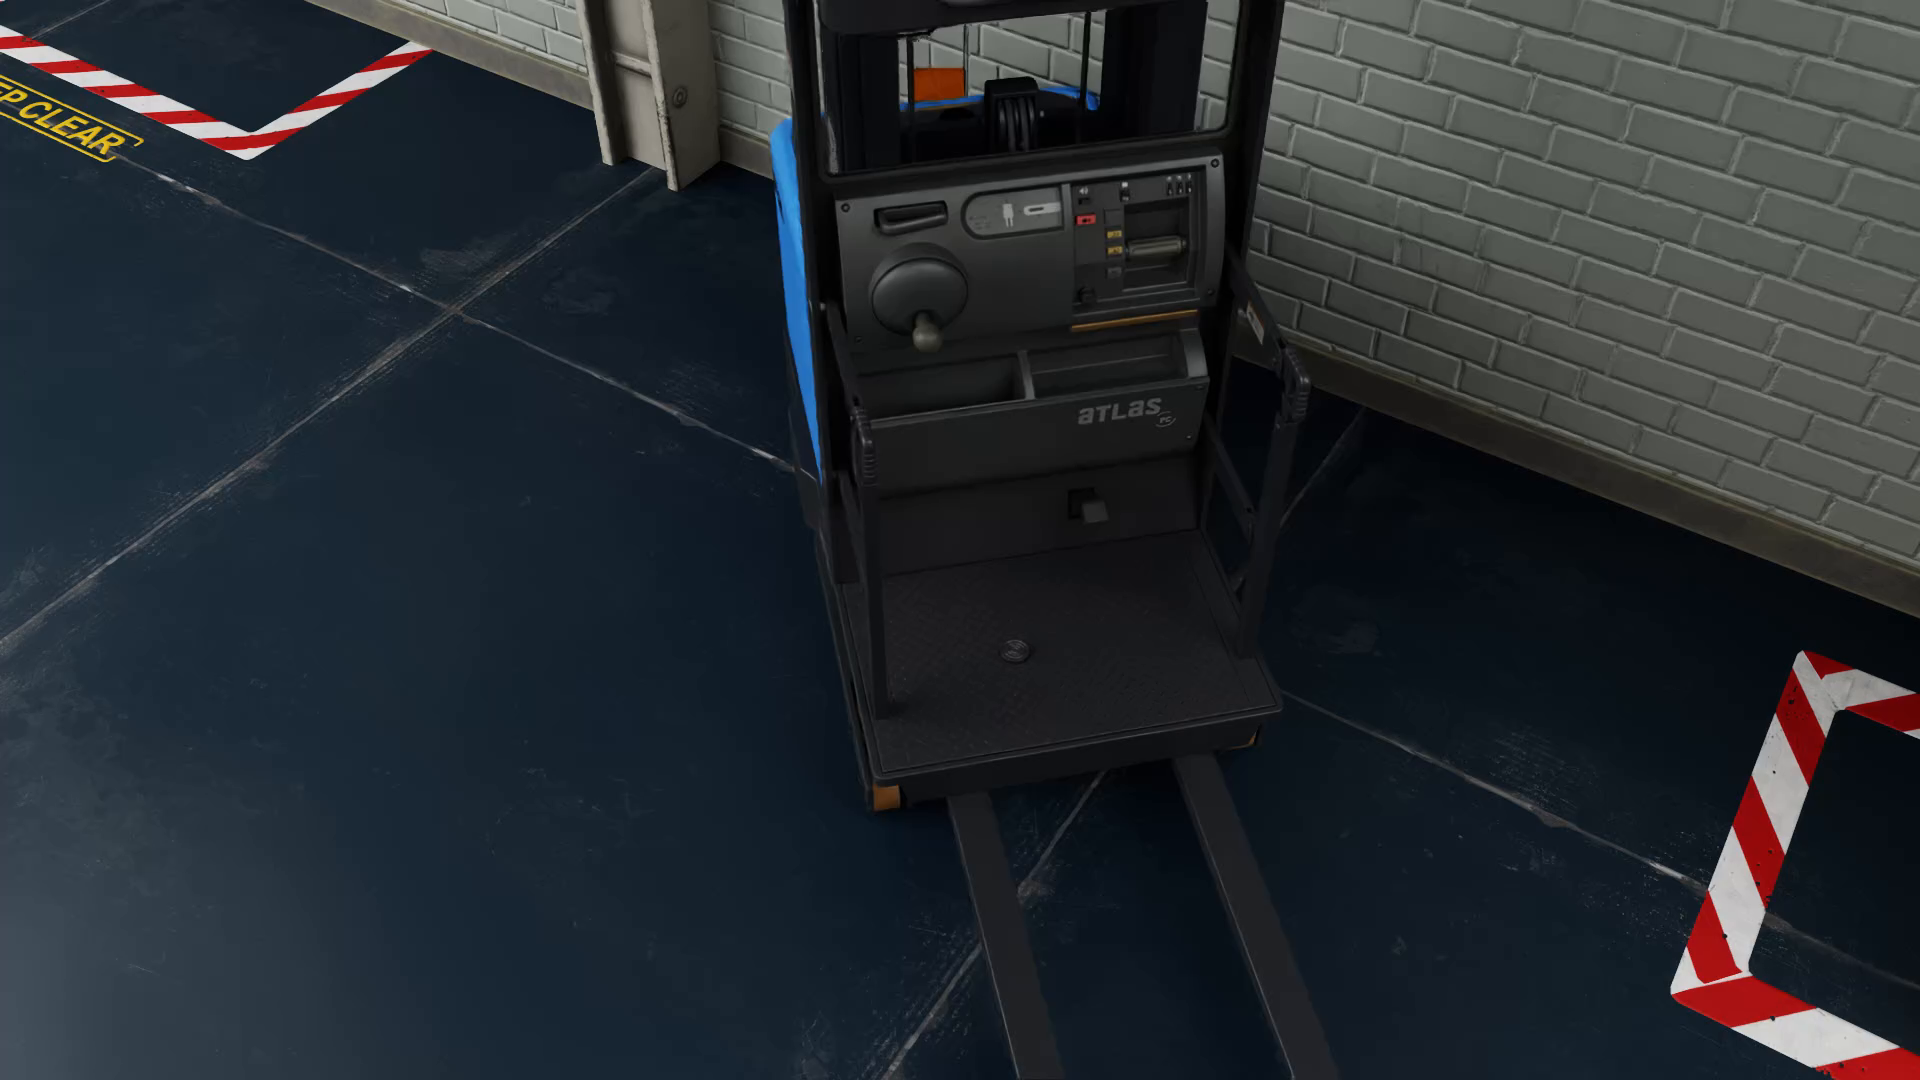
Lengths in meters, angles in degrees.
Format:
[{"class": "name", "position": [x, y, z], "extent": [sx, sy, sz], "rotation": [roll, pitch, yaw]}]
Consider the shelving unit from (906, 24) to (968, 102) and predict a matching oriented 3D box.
[{"class": "shelving unit", "position": [-0.075, -1.187, 5.559], "extent": [0.189, 1.200, 0.258], "rotation": [0, 43, -1]}]

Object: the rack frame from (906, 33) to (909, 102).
[{"class": "rack frame", "position": [-0.166, -1.186, 5.557], "extent": [0.006, 1.200, 0.240], "rotation": [0, 43, -1]}]

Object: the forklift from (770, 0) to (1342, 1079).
[{"class": "forklift", "position": [0.221, -0.585, 3.774], "extent": [1.130, 2.935, 3.031], "rotation": [-9, 46, -8]}]

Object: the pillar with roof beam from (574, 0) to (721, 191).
[{"class": "pillar with roof beam", "position": [-3.526, -2.087, 1.003], "extent": [0.400, 9.000, 9.100], "rotation": [25, 51, 22]}]

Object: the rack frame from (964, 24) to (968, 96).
[{"class": "rack frame", "position": [0.017, -1.188, 5.560], "extent": [0.006, 1.200, 0.240], "rotation": [0, 43, -1]}]

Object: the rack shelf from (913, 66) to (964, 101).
[{"class": "rack shelf", "position": [-0.074, -1.416, 5.342], "extent": [0.180, 0.103, 0.258], "rotation": [0, 43, -1]}]
